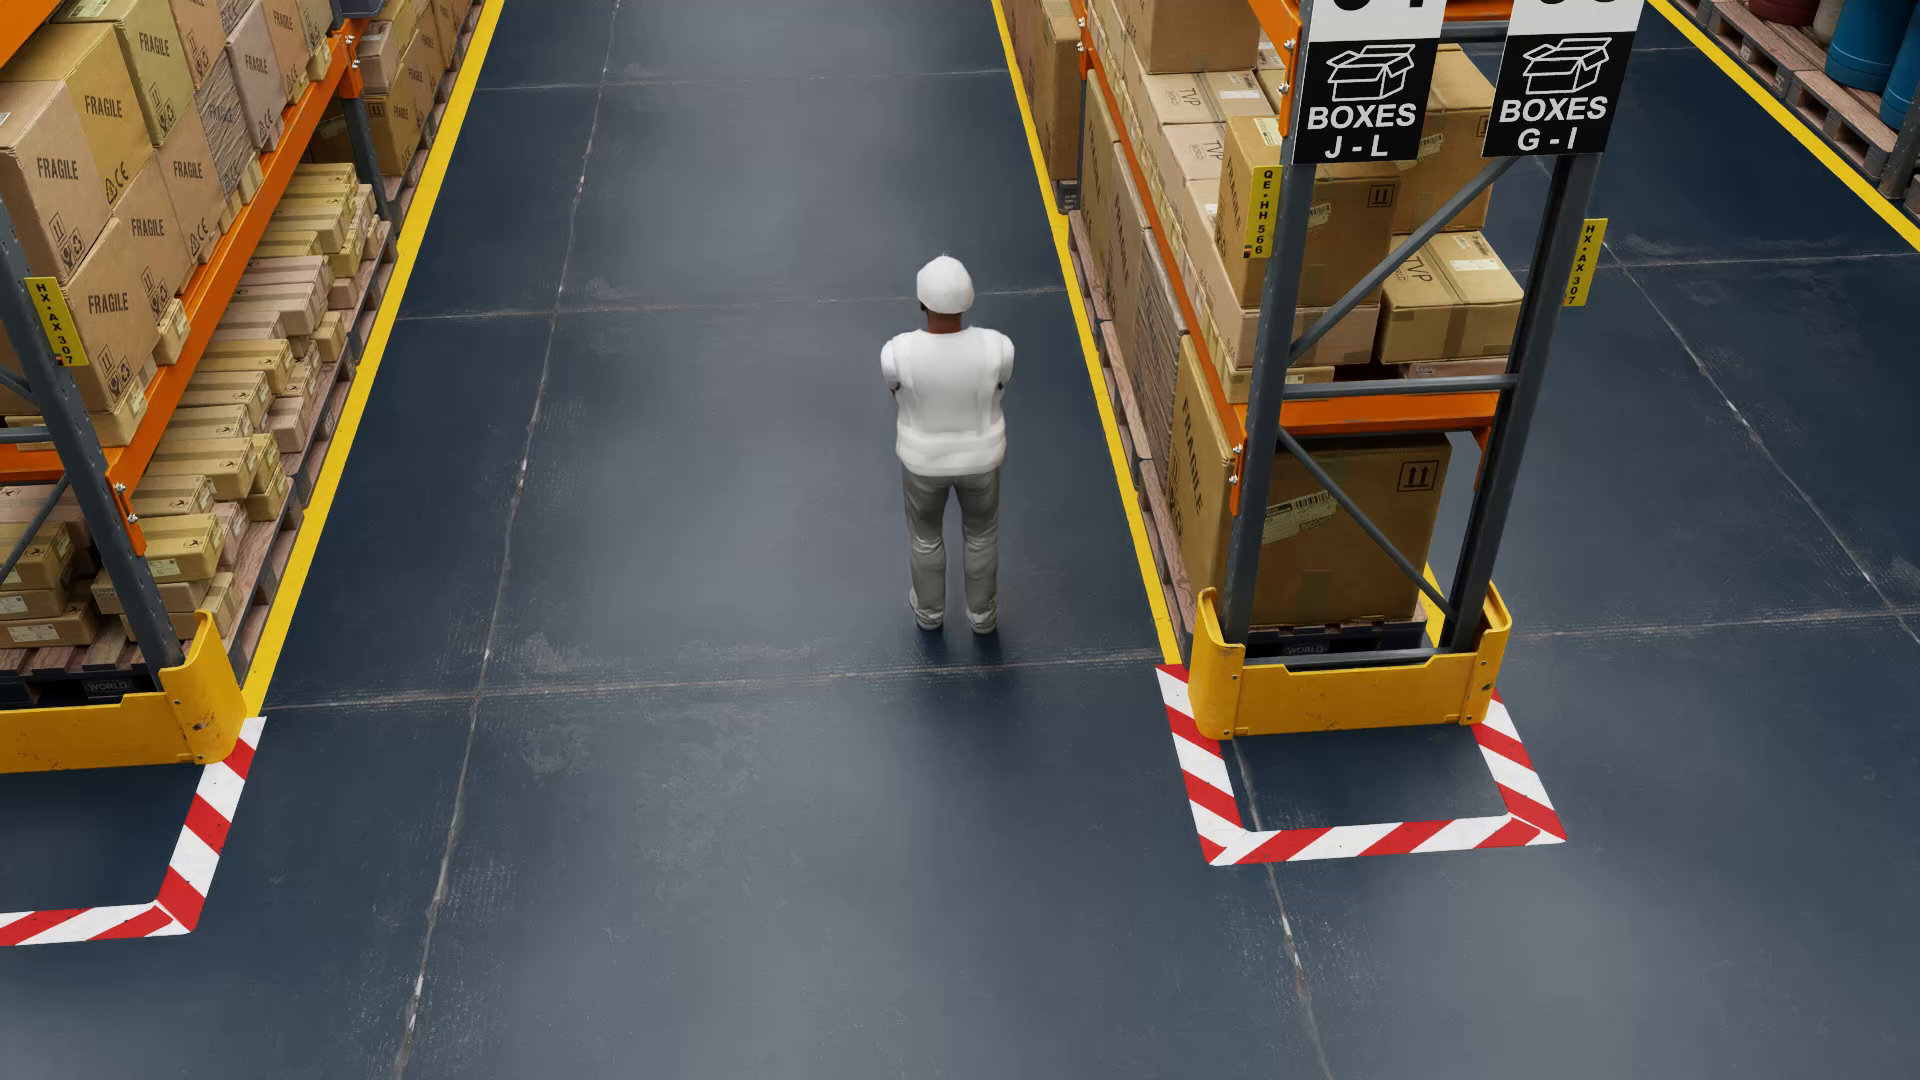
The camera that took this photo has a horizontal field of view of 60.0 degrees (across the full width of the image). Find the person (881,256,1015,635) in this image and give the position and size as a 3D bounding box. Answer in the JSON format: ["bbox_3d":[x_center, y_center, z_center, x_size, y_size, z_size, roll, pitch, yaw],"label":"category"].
[{"bbox_3d":[-0.056,-0.401,6.634,0.504,1.762,0.563,-3,39,-4],"label":"person"}]
